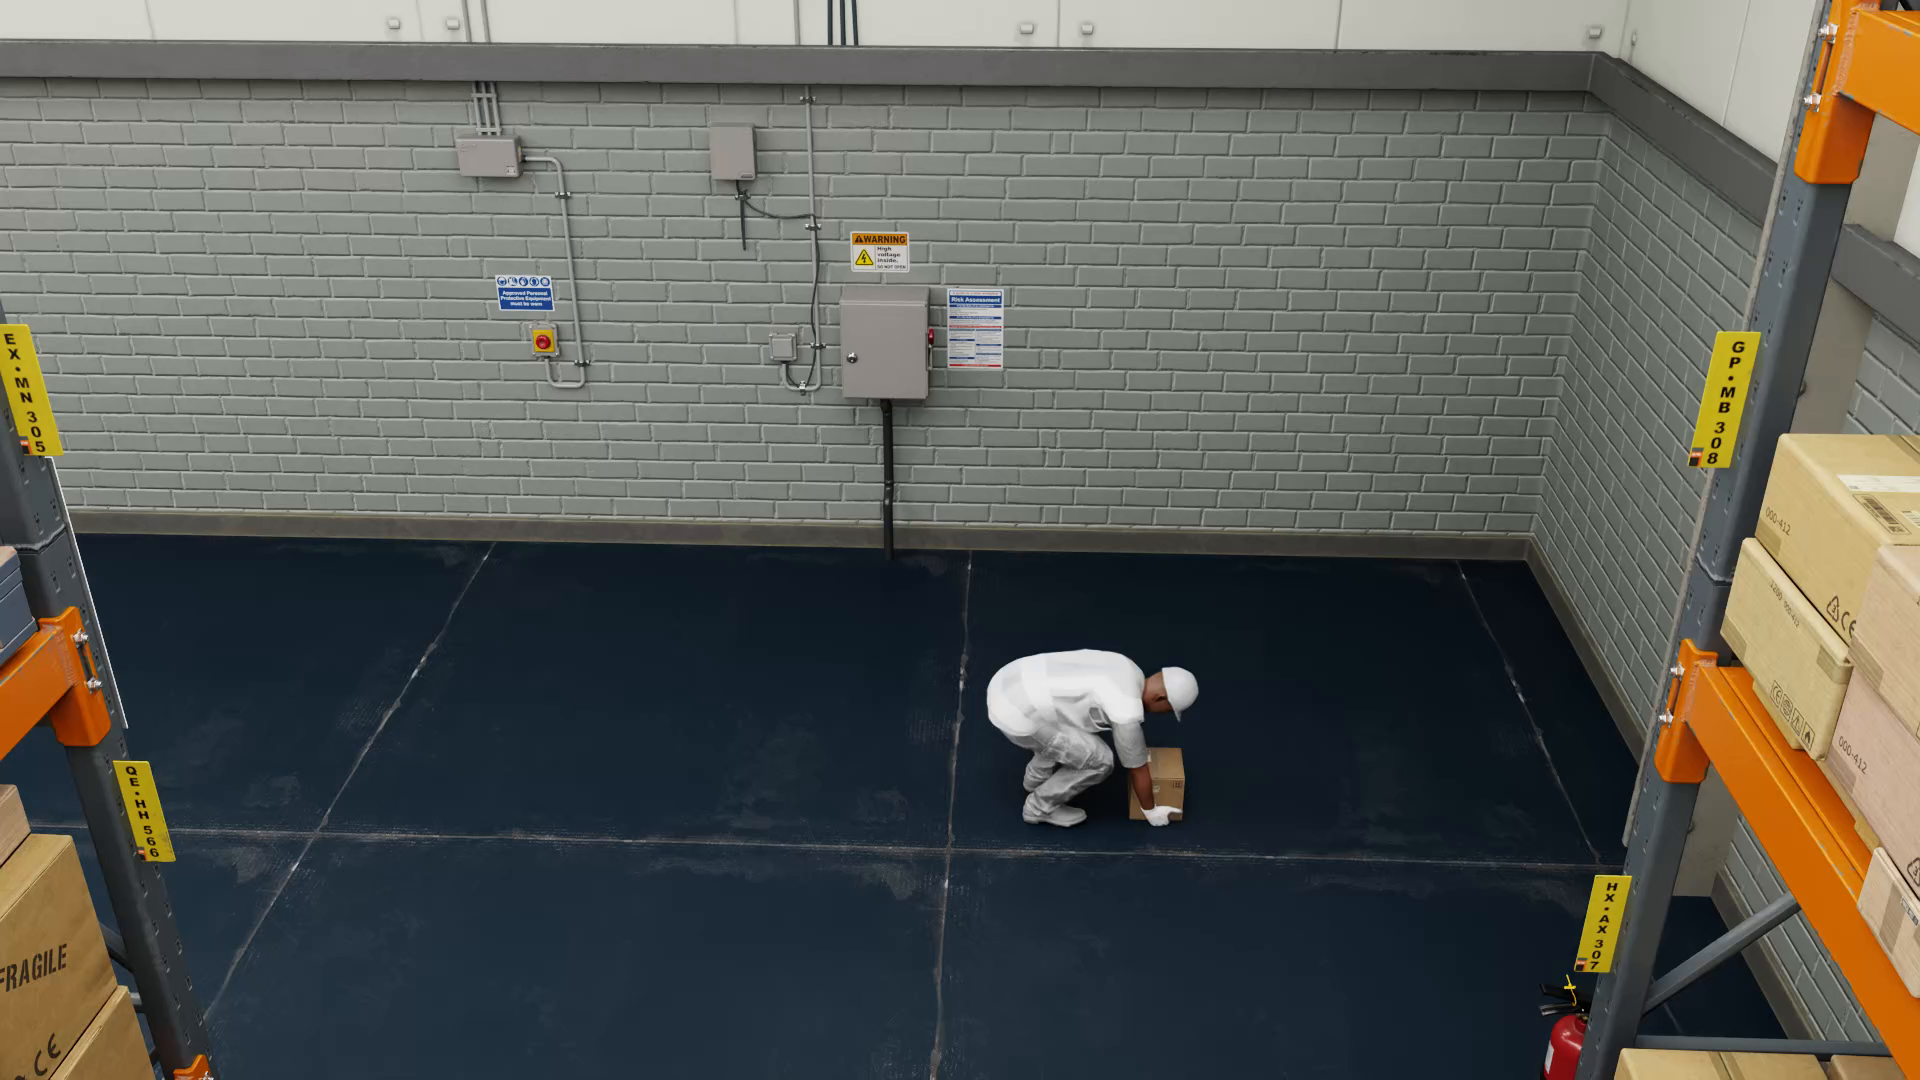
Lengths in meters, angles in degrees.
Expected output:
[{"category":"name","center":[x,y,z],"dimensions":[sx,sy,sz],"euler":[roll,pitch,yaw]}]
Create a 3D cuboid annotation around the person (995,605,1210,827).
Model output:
[{"category":"person","center":[0.659,0.805,7.836],"dimensions":[0.991,1.062,0.510],"euler":[0,28,0]}]
